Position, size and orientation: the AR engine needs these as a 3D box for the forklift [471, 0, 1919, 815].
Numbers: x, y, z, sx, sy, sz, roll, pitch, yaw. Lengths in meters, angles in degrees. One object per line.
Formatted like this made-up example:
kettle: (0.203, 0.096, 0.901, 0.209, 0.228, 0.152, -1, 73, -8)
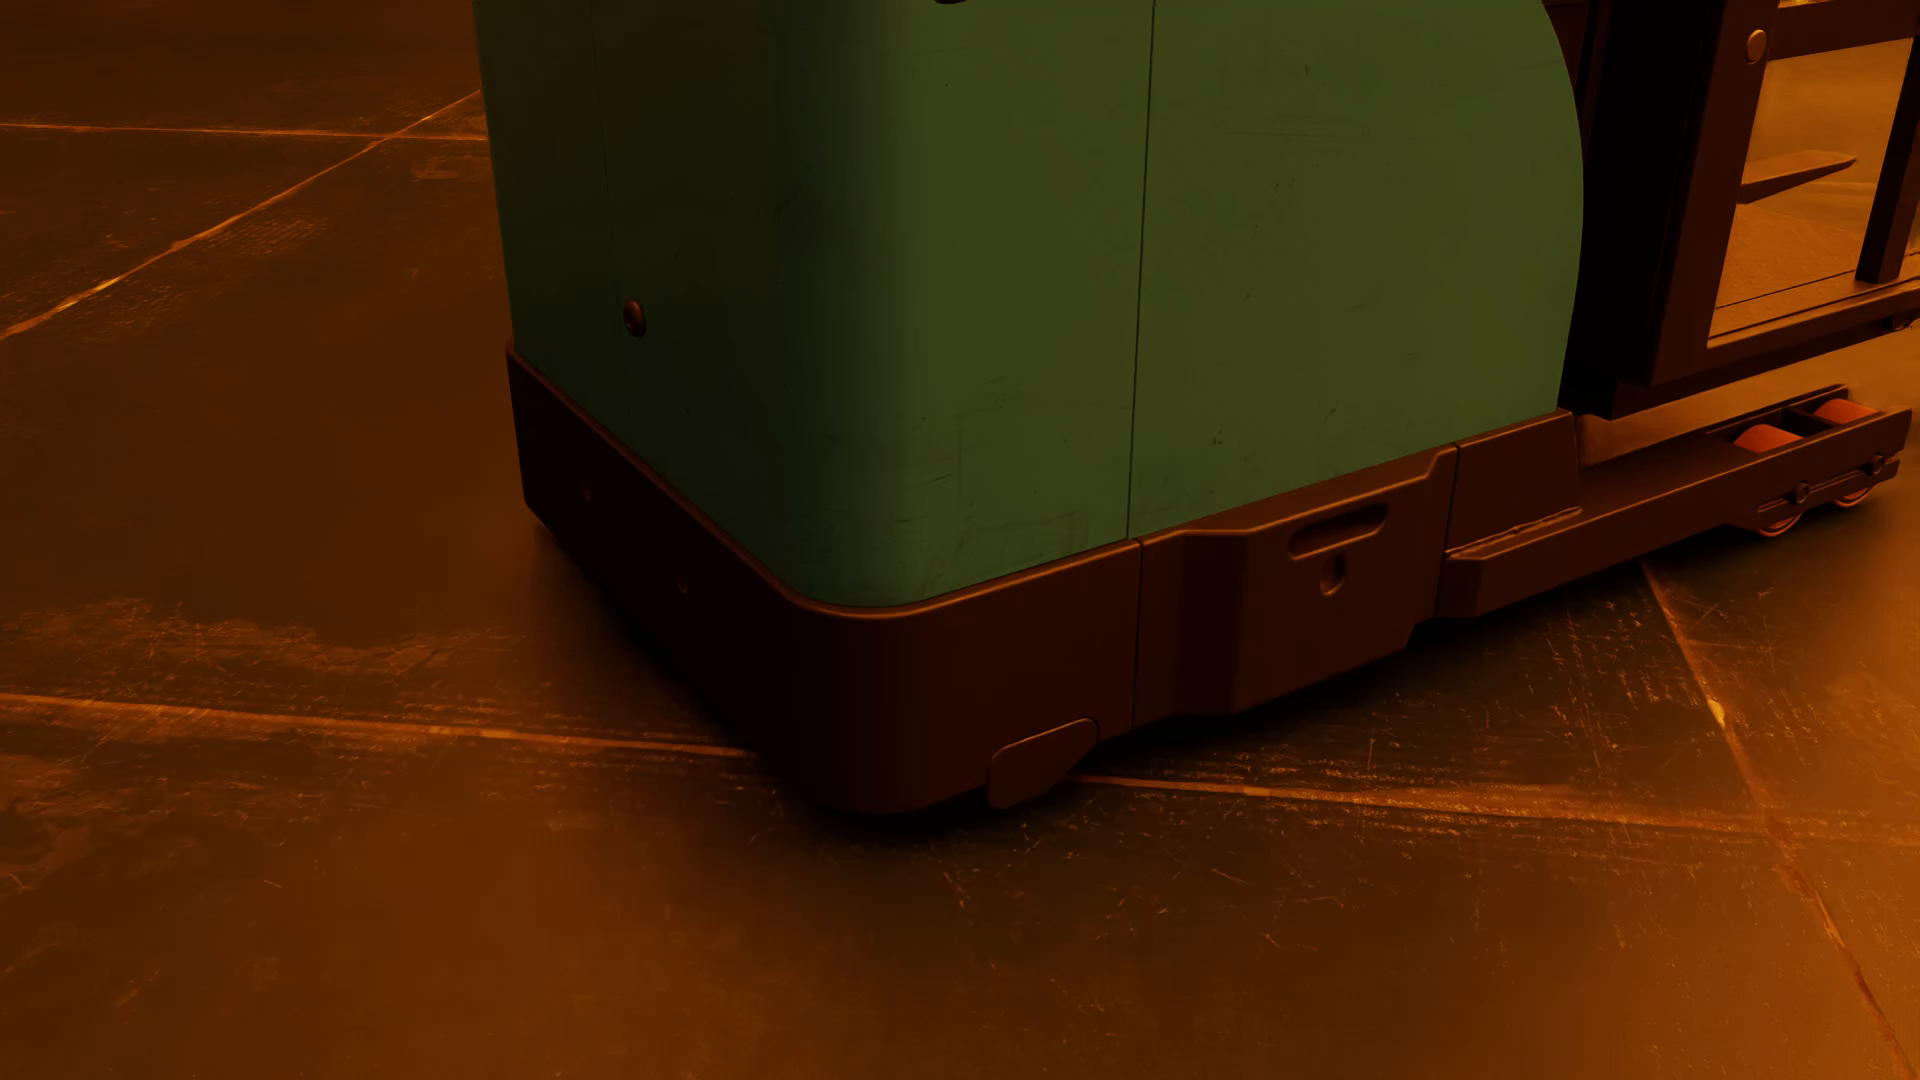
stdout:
forklift: (0.872, -1.499, 2.221, 3.031, 2.935, 1.130, -16, 31, -29)
